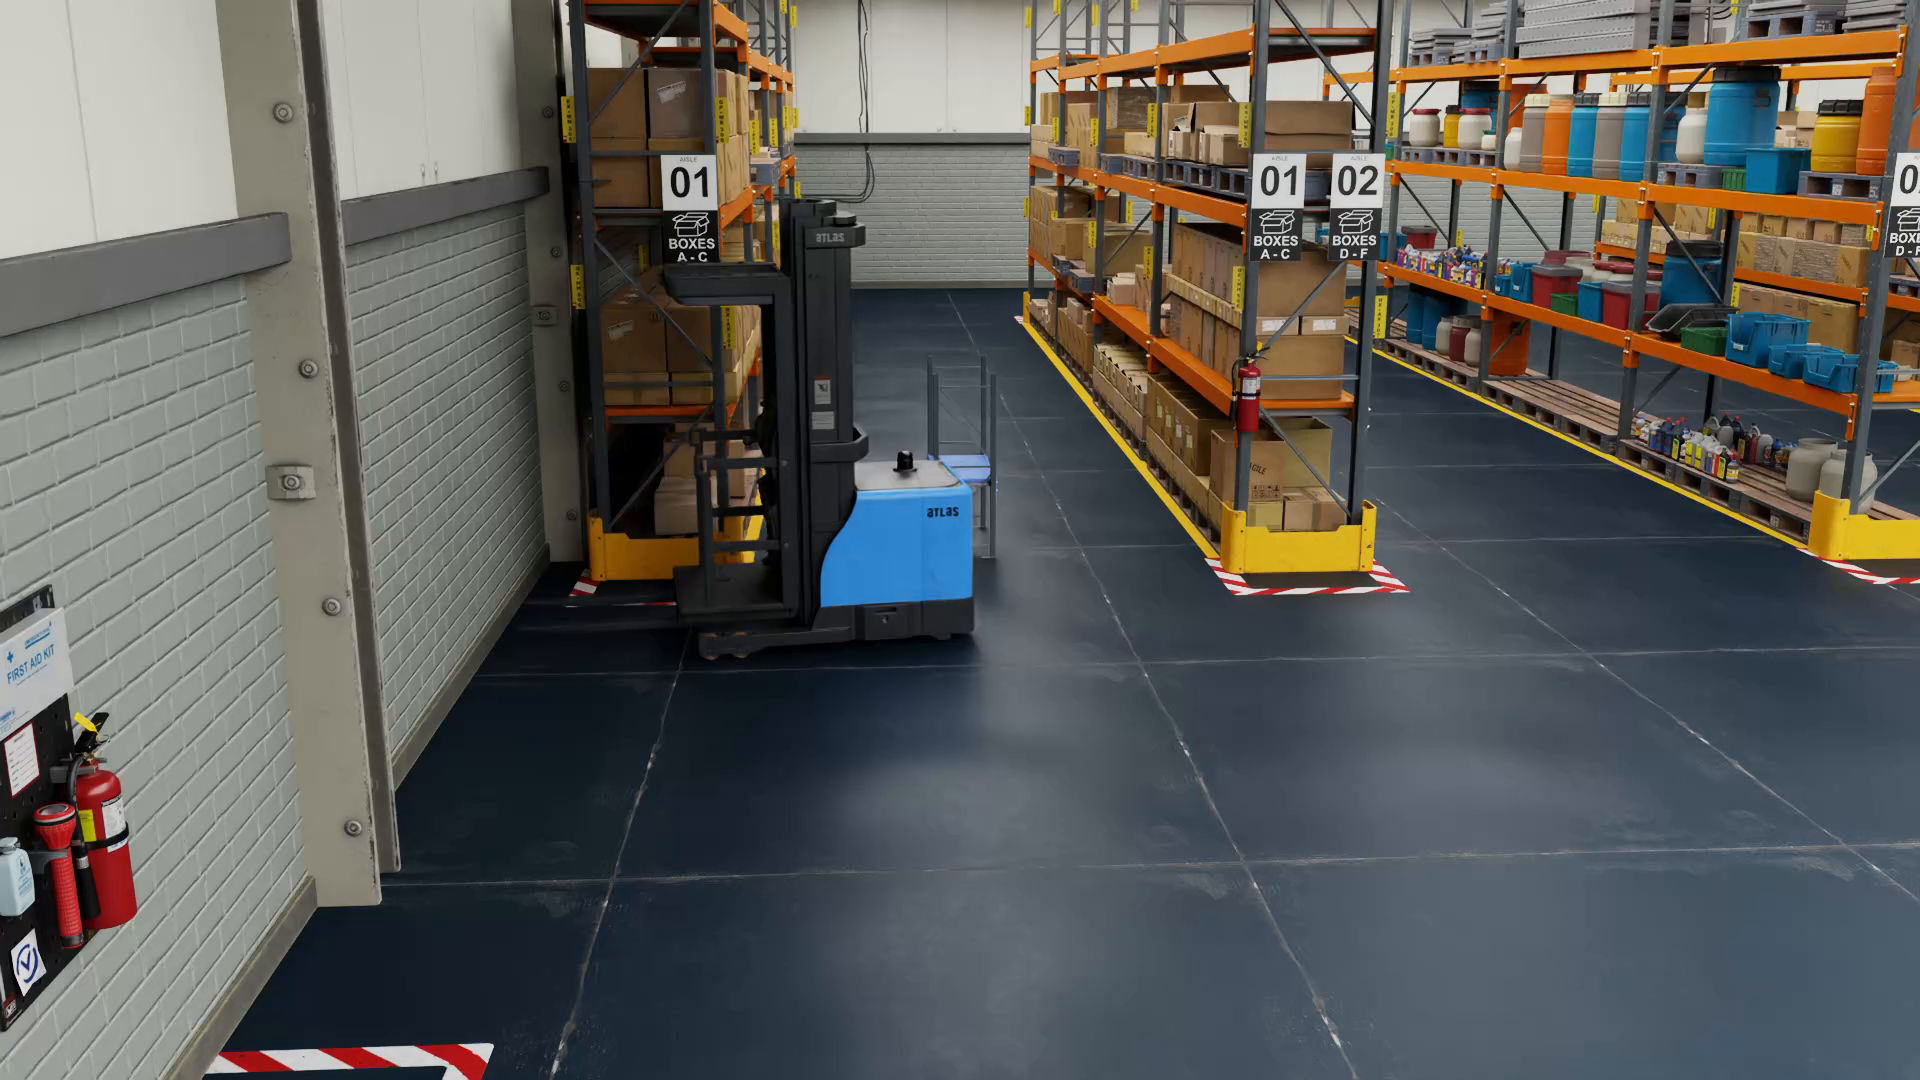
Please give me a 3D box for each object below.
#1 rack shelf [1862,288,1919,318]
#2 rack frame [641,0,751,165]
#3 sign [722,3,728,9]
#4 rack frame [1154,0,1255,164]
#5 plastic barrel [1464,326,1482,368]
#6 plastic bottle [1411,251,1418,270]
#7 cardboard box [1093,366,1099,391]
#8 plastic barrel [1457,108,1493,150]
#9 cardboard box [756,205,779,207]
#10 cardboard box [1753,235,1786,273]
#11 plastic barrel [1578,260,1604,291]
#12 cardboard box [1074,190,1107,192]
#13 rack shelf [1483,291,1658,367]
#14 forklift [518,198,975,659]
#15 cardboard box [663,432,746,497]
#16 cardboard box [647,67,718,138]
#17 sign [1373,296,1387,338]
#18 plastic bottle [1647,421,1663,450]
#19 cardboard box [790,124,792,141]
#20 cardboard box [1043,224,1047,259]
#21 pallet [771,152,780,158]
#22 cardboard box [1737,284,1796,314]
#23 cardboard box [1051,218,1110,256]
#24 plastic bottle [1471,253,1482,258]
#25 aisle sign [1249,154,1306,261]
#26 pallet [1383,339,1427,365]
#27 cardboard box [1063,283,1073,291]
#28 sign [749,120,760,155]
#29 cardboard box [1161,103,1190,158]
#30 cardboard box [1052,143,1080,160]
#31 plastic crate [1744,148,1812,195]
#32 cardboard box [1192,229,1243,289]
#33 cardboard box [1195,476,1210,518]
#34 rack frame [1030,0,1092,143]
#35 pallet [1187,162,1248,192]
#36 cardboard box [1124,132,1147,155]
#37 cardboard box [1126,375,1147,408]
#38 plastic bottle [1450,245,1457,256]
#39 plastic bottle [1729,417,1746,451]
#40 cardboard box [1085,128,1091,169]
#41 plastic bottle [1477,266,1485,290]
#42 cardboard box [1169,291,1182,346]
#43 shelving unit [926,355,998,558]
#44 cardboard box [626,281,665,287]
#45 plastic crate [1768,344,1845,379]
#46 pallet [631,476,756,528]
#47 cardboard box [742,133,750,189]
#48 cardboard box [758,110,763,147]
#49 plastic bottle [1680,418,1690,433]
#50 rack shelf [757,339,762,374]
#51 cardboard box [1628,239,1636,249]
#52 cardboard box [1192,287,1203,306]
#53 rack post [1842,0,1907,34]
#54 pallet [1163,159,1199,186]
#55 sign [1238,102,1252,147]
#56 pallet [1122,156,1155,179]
[{"bbox_3d":[12.182,-2.543,19.335,1.077,0.370,4.000,-1,14,-3],"label":"rack shelf"},{"bbox_3d":[-2.526,-5.070,15.673,1.000,3.000,0.127,-1,14,-3],"label":"rack frame"},{"bbox_3d":[-3.824,-8.577,27.108,0.100,0.325,0.005,-1,14,-3],"label":"sign"},{"bbox_3d":[2.418,-5.148,15.973,1.000,3.000,0.127,-1,14,-3],"label":"rack frame"},{"bbox_3d":[6.943,-2.571,22.151,0.421,0.512,0.421,0,14,0],"label":"plastic barrel"},{"bbox_3d":[6.518,-4.004,23.826,0.097,0.271,0.097,0,14,0],"label":"plastic bottle"},{"bbox_3d":[1.910,-1.974,20.354,0.500,0.250,0.500,-1,14,-4],"label":"cardboard box"},{"bbox_3d":[6.854,-5.473,22.143,0.433,0.535,0.433,0,14,0],"label":"plastic barrel"},{"bbox_3d":[-2.737,-4.607,23.571,0.500,0.250,0.500,-1,14,-2],"label":"cardboard box"},{"bbox_3d":[11.652,-4.064,23.603,0.500,0.500,0.500,-1,14,-5],"label":"cardboard box"},{"bbox_3d":[7.417,-3.009,19.478,0.421,0.512,0.421,0,14,0],"label":"plastic barrel"},{"bbox_3d":[2.077,-5.271,26.284,0.500,0.500,0.500,0,14,-2],"label":"cardboard box"},{"bbox_3d":[7.238,-2.467,19.037,1.077,0.370,4.000,-1,14,-3],"label":"rack shelf"},{"bbox_3d":[-1.471,-0.776,11.160,3.031,2.935,1.130,-3,15,-11],"label":"forklift"},{"bbox_3d":[-2.262,-0.671,14.748,0.700,0.500,0.500,-2,15,-7],"label":"cardboard box"},{"bbox_3d":[-2.059,-3.265,12.427,0.500,0.500,0.500,-2,15,-7],"label":"cardboard box"},{"bbox_3d":[3.220,-1.712,12.764,0.100,0.325,0.005,-1,14,-3],"label":"sign"},{"bbox_3d":[6.992,-1.046,16.654,0.152,0.276,0.135,0,14,-1],"label":"plastic bottle"},{"bbox_3d":[-2.925,-6.474,26.404,0.500,0.250,0.500,-1,14,-6],"label":"cardboard box"},{"bbox_3d":[1.568,-4.656,25.904,0.500,0.500,0.500,-1,14,-2],"label":"cardboard box"},{"bbox_3d":[-2.866,-4.680,20.555,1.213,0.211,1.003,0,14,-1],"label":"pallet"},{"bbox_3d":[11.926,-3.177,23.776,1.225,0.875,0.875,-1,14,-5],"label":"cardboard box"},{"bbox_3d":[1.729,-4.362,23.918,0.700,0.500,0.500,-6,16,-22],"label":"cardboard box"},{"bbox_3d":[7.276,-3.904,23.431,0.152,0.276,0.135,-1,14,-3],"label":"plastic bottle"},{"bbox_3d":[2.377,-2.485,12.450,0.394,0.787,0.004,-1,14,-3],"label":"aisle sign"},{"bbox_3d":[6.873,-2.764,24.346,1.003,0.211,1.213,-1,14,-3],"label":"pallet"},{"bbox_3d":[1.954,-4.098,28.066,0.500,0.500,0.500,-1,14,-3],"label":"cardboard box"},{"bbox_3d":[-1.985,-3.878,16.022,0.100,0.325,0.005,-1,14,-3],"label":"sign"},{"bbox_3d":[2.186,-3.885,15.762,0.500,0.500,0.500,0,14,1],"label":"cardboard box"},{"bbox_3d":[1.627,-5.729,24.553,0.500,0.250,0.500,-1,14,-3],"label":"cardboard box"},{"bbox_3d":[7.191,-3.237,14.602,0.392,0.384,0.575,-1,14,-3],"label":"plastic crate"},{"bbox_3d":[2.515,-2.558,15.146,0.700,0.500,0.500,-1,14,-3],"label":"cardboard box"},{"bbox_3d":[2.295,-0.372,14.128,0.500,0.250,0.500,-1,14,-3],"label":"cardboard box"},{"bbox_3d":[1.675,-8.132,27.573,1.000,3.000,0.127,-1,14,-3],"label":"rack frame"},{"bbox_3d":[2.569,-3.138,14.359,1.003,0.211,1.213,-1,14,-3],"label":"pallet"},{"bbox_3d":[2.255,-4.708,19.745,0.500,0.250,0.500,-2,15,-8],"label":"cardboard box"},{"bbox_3d":[2.068,-1.611,17.818,0.500,0.311,0.500,0,14,-2],"label":"cardboard box"},{"bbox_3d":[7.106,-4.058,23.876,0.144,0.351,0.185,-1,14,-3],"label":"plastic bottle"},{"bbox_3d":[7.702,-1.044,16.499,0.144,0.351,0.185,-2,15,-6],"label":"plastic bottle"},{"bbox_3d":[2.078,-4.973,21.114,0.910,0.500,0.500,-1,14,-3],"label":"cardboard box"},{"bbox_3d":[6.664,-3.350,21.261,0.061,0.283,0.133,-1,14,-3],"label":"plastic bottle"},{"bbox_3d":[2.452,-2.180,16.280,0.700,0.500,0.500,-1,14,-5],"label":"cardboard box"},{"bbox_3d":[0.005,-0.705,13.757,0.538,1.500,1.048,-1,14,-3],"label":"shelving unit"},{"bbox_3d":[-2.608,-1.963,14.393,0.500,0.500,0.500,-1,14,-3],"label":"cardboard box"},{"bbox_3d":[7.246,-1.532,14.261,0.499,0.251,0.408,-1,14,-3],"label":"plastic crate"},{"bbox_3d":[-2.370,-0.344,14.938,1.003,0.211,1.213,-1,14,-3],"label":"pallet"},{"bbox_3d":[-2.248,-3.553,15.556,0.500,0.500,0.500,0,14,-2],"label":"cardboard box"},{"bbox_3d":[-2.977,-5.511,22.320,0.700,0.500,0.500,-1,14,-4],"label":"cardboard box"},{"bbox_3d":[7.142,-1.043,16.493,0.144,0.351,0.185,-1,14,-3],"label":"plastic bottle"},{"bbox_3d":[-2.650,-2.314,18.443,1.077,0.370,4.000,-1,14,-3],"label":"rack shelf"},{"bbox_3d":[11.320,-4.908,27.586,0.380,0.149,0.250,-1,14,-5],"label":"cardboard box"},{"bbox_3d":[2.325,-2.214,15.111,0.380,0.149,0.250,-1,14,-5],"label":"cardboard box"},{"bbox_3d":[7.690,-4.176,13.201,0.937,0.300,0.954,1,14,3],"label":"rack post"},{"bbox_3d":[2.497,-3.440,15.535,1.003,0.211,1.213,-1,14,-3],"label":"pallet"},{"bbox_3d":[2.124,-3.086,12.361,0.100,0.325,0.005,-1,14,-3],"label":"sign"},{"bbox_3d":[2.374,-4.153,18.506,1.003,0.211,1.213,0,14,-1],"label":"pallet"}]
